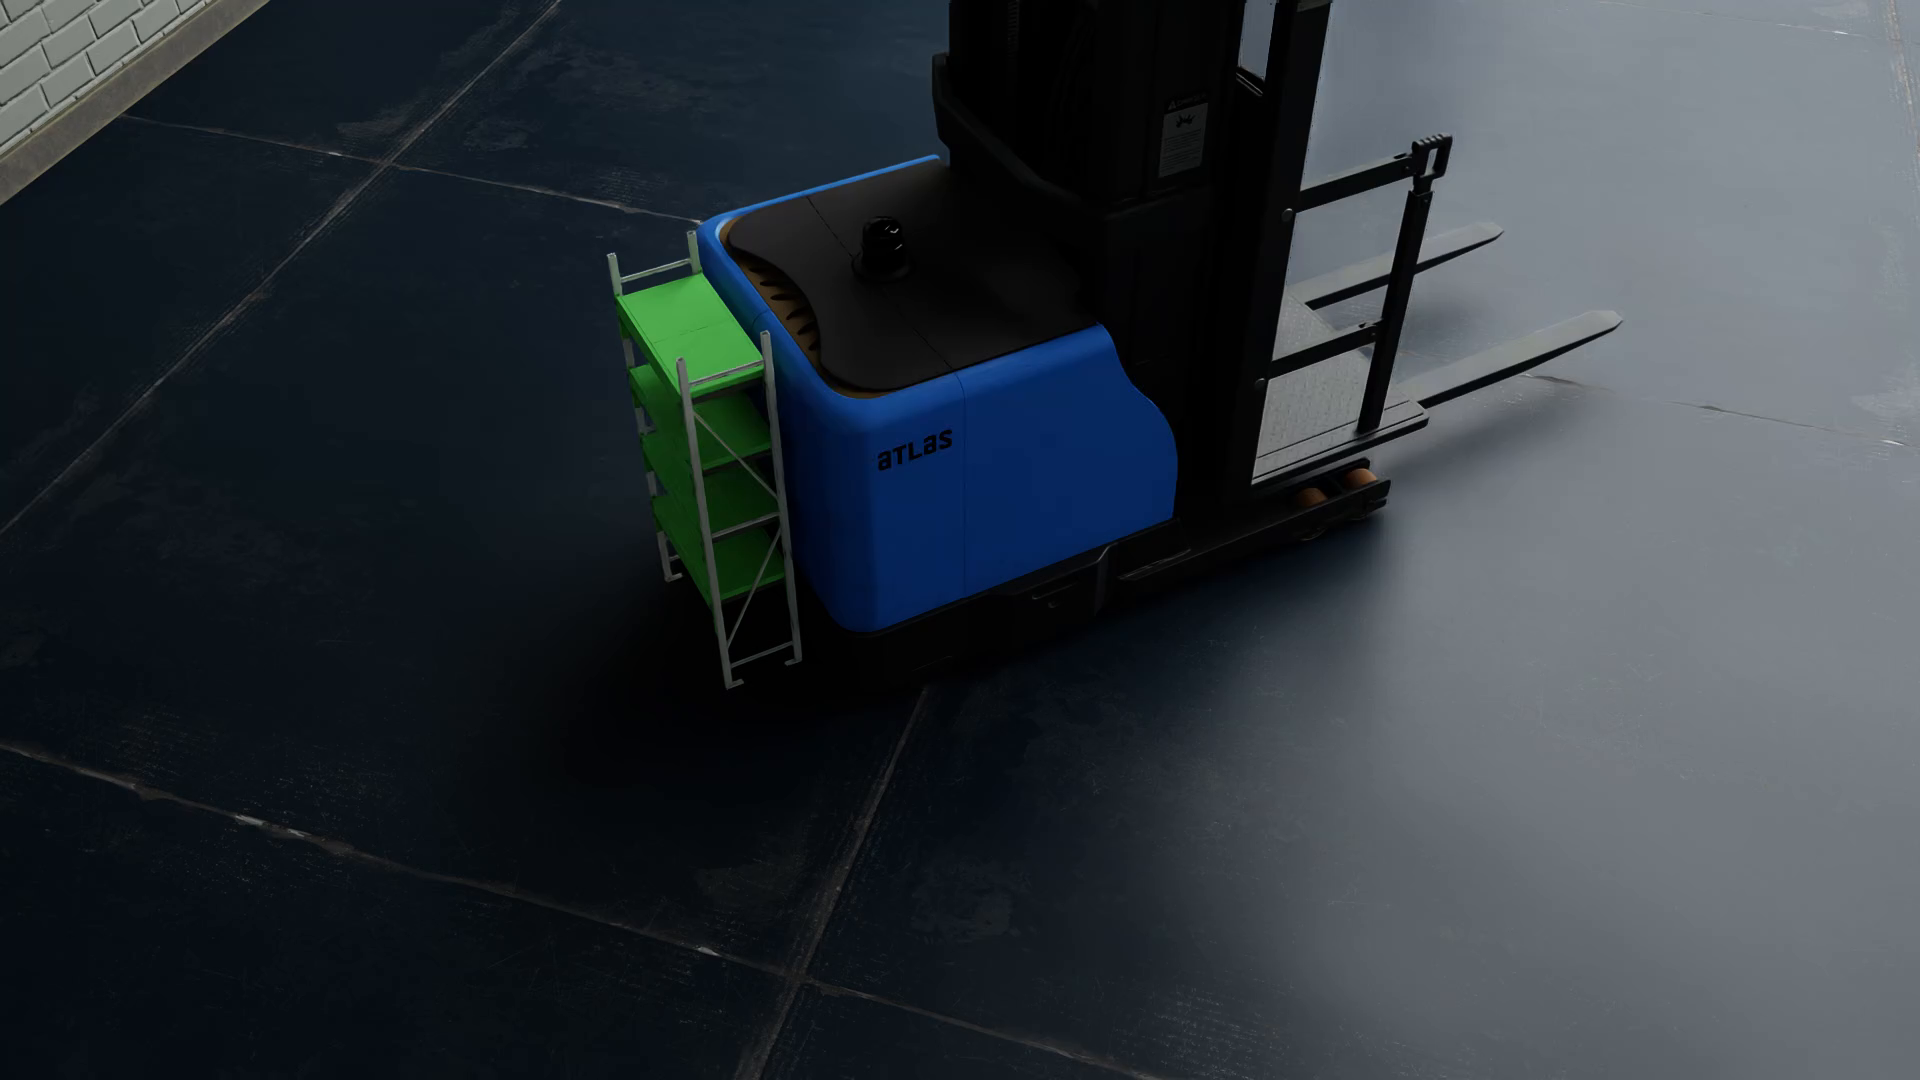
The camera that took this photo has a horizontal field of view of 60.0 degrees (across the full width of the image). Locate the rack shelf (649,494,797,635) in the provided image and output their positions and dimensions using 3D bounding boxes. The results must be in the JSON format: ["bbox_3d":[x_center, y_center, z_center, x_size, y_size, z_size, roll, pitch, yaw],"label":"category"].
[{"bbox_3d":[-0.686,0.027,4.799,0.258,0.148,0.480,-20,48,-20],"label":"rack shelf"}]

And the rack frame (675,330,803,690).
[{"bbox_3d":[-0.572,-0.040,4.432,0.240,1.200,0.015,-20,48,-20],"label":"rack frame"}]

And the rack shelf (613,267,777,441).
[{"bbox_3d":[-0.686,-0.488,4.295,0.258,0.148,0.480,-20,48,-20],"label":"rack shelf"}]

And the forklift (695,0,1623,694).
[{"bbox_3d":[0.783,-1.354,4.538,3.031,2.935,1.130,-20,48,-20],"label":"forklift"}]

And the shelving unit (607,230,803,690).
[{"bbox_3d":[-0.686,-0.190,4.586,0.258,1.200,0.503,-20,48,-20],"label":"shelving unit"}]

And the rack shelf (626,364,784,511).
[{"bbox_3d":[-0.686,-0.316,4.463,0.258,0.148,0.480,-20,48,-20],"label":"rack shelf"}]

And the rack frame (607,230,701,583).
[{"bbox_3d":[-0.800,-0.341,4.740,0.240,1.200,0.015,-20,48,-20],"label":"rack frame"}]

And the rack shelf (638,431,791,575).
[{"bbox_3d":[-0.686,-0.145,4.631,0.258,0.148,0.480,-20,48,-20],"label":"rack shelf"}]
